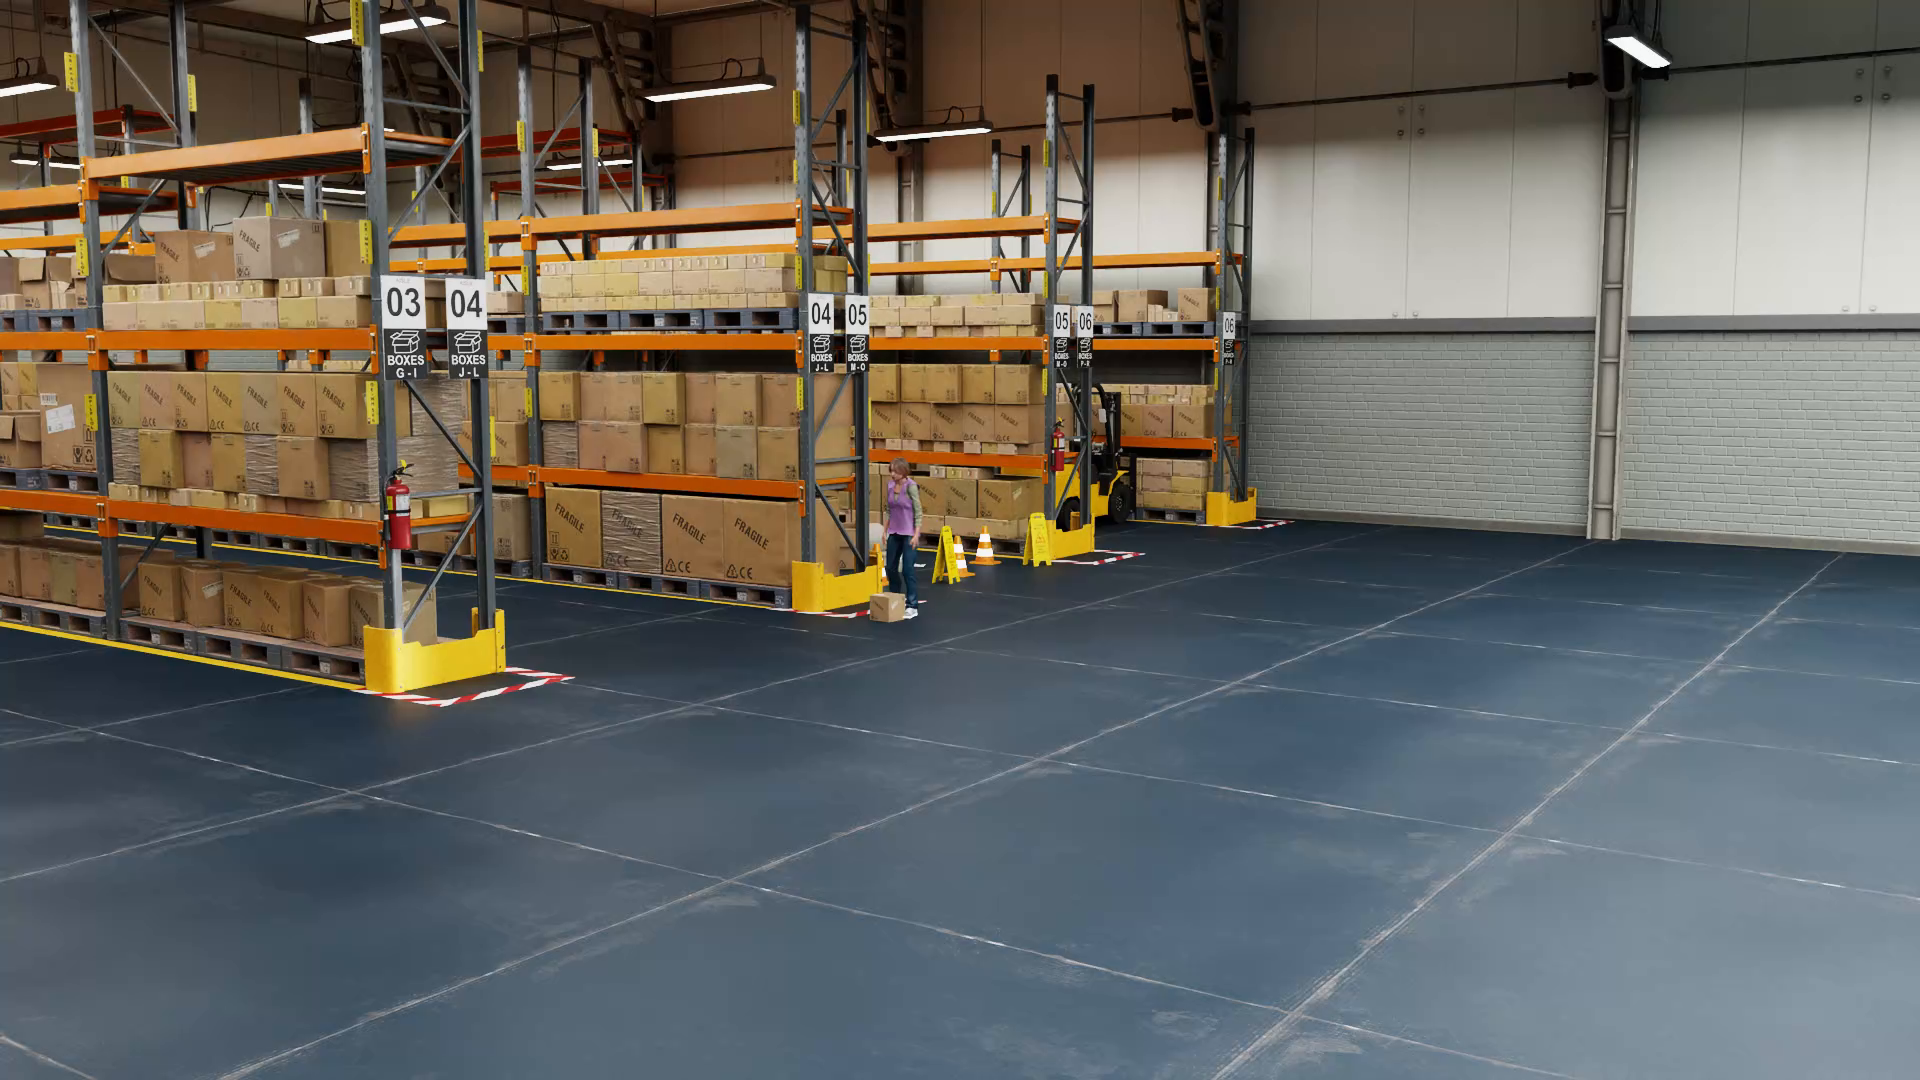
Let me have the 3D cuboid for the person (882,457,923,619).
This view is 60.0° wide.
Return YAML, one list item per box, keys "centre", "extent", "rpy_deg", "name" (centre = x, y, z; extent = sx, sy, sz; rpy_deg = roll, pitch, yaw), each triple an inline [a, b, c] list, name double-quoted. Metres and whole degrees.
- centre: [-0.571, -0.029, 16.451]
  extent: [0.463, 1.593, 0.345]
  rpy_deg: [5, 8, 39]
  name: "person"
